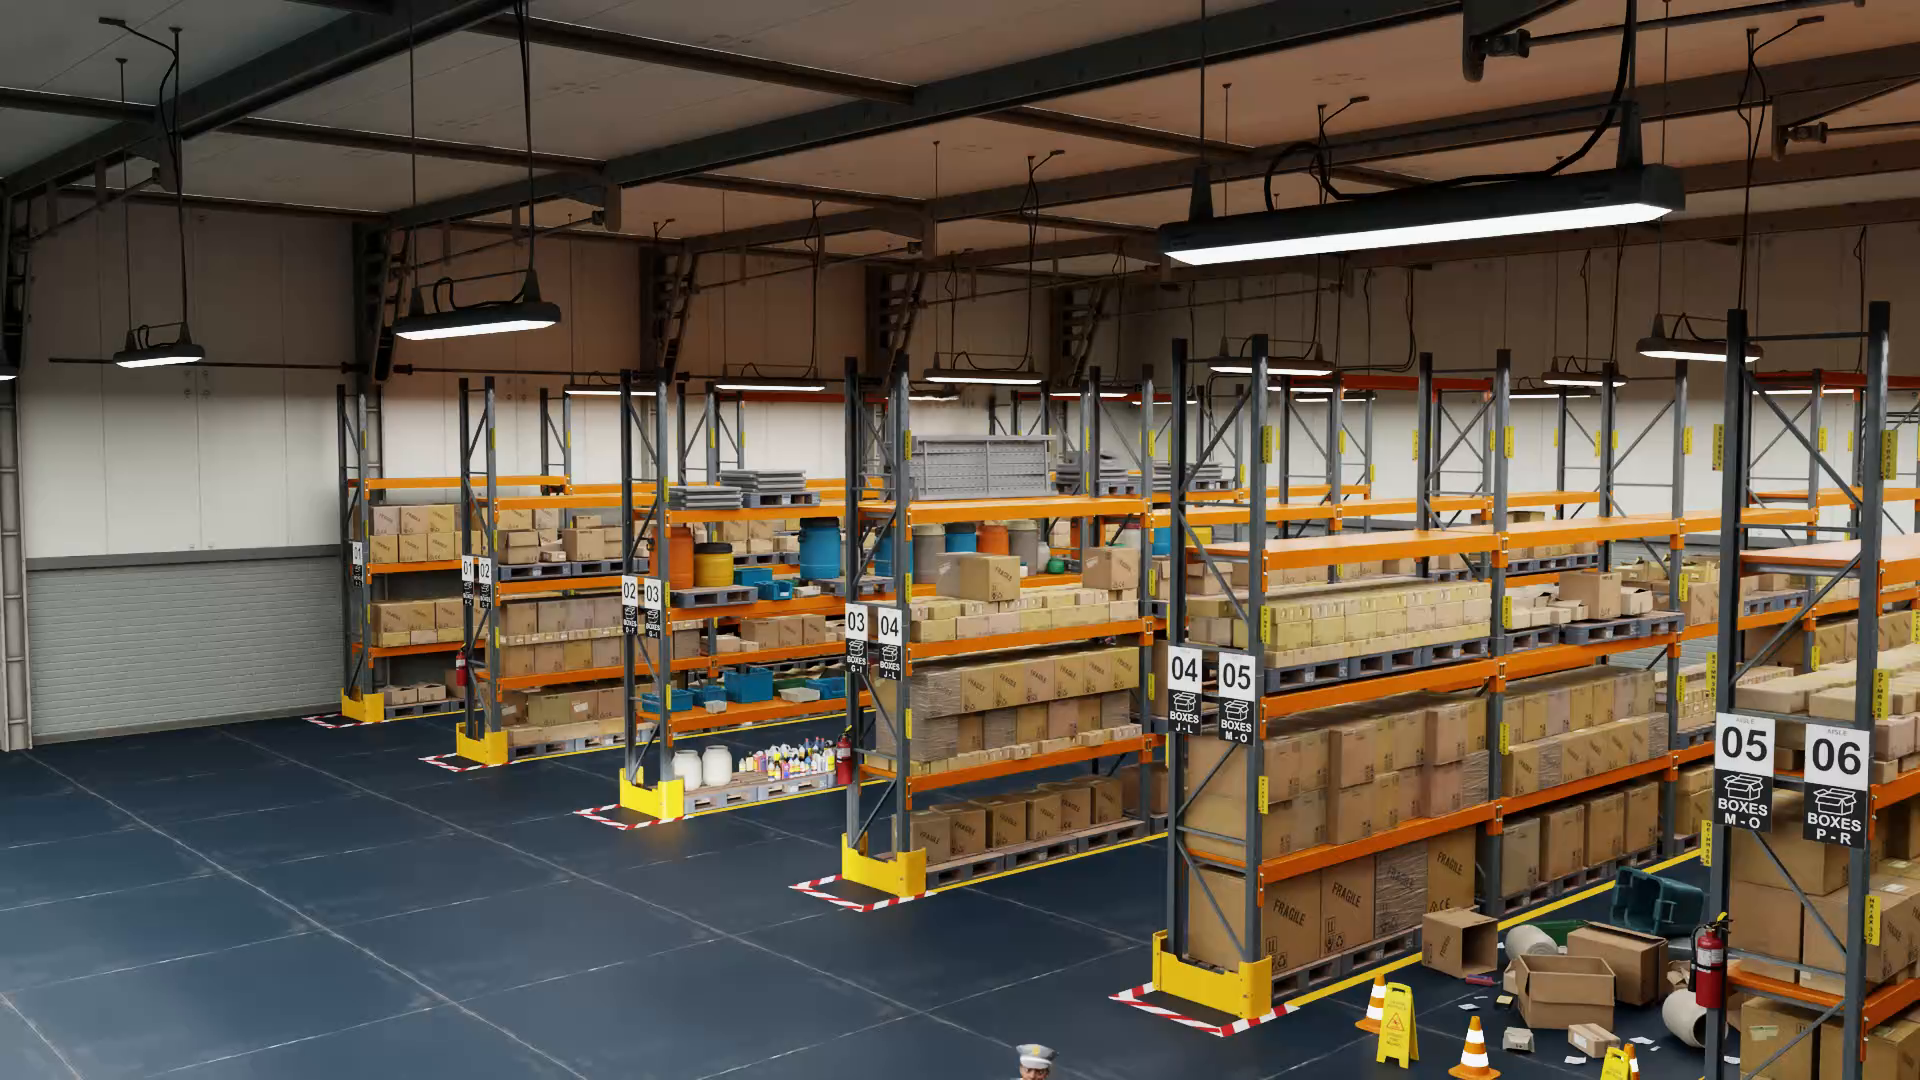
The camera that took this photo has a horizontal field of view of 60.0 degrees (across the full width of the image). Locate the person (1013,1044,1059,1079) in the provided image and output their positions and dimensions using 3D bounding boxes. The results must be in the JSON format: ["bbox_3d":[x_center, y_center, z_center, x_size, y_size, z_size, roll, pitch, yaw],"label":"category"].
[{"bbox_3d":[0.417,3.697,9.596,0.565,1.678,0.696,0,4,4],"label":"person"}]
